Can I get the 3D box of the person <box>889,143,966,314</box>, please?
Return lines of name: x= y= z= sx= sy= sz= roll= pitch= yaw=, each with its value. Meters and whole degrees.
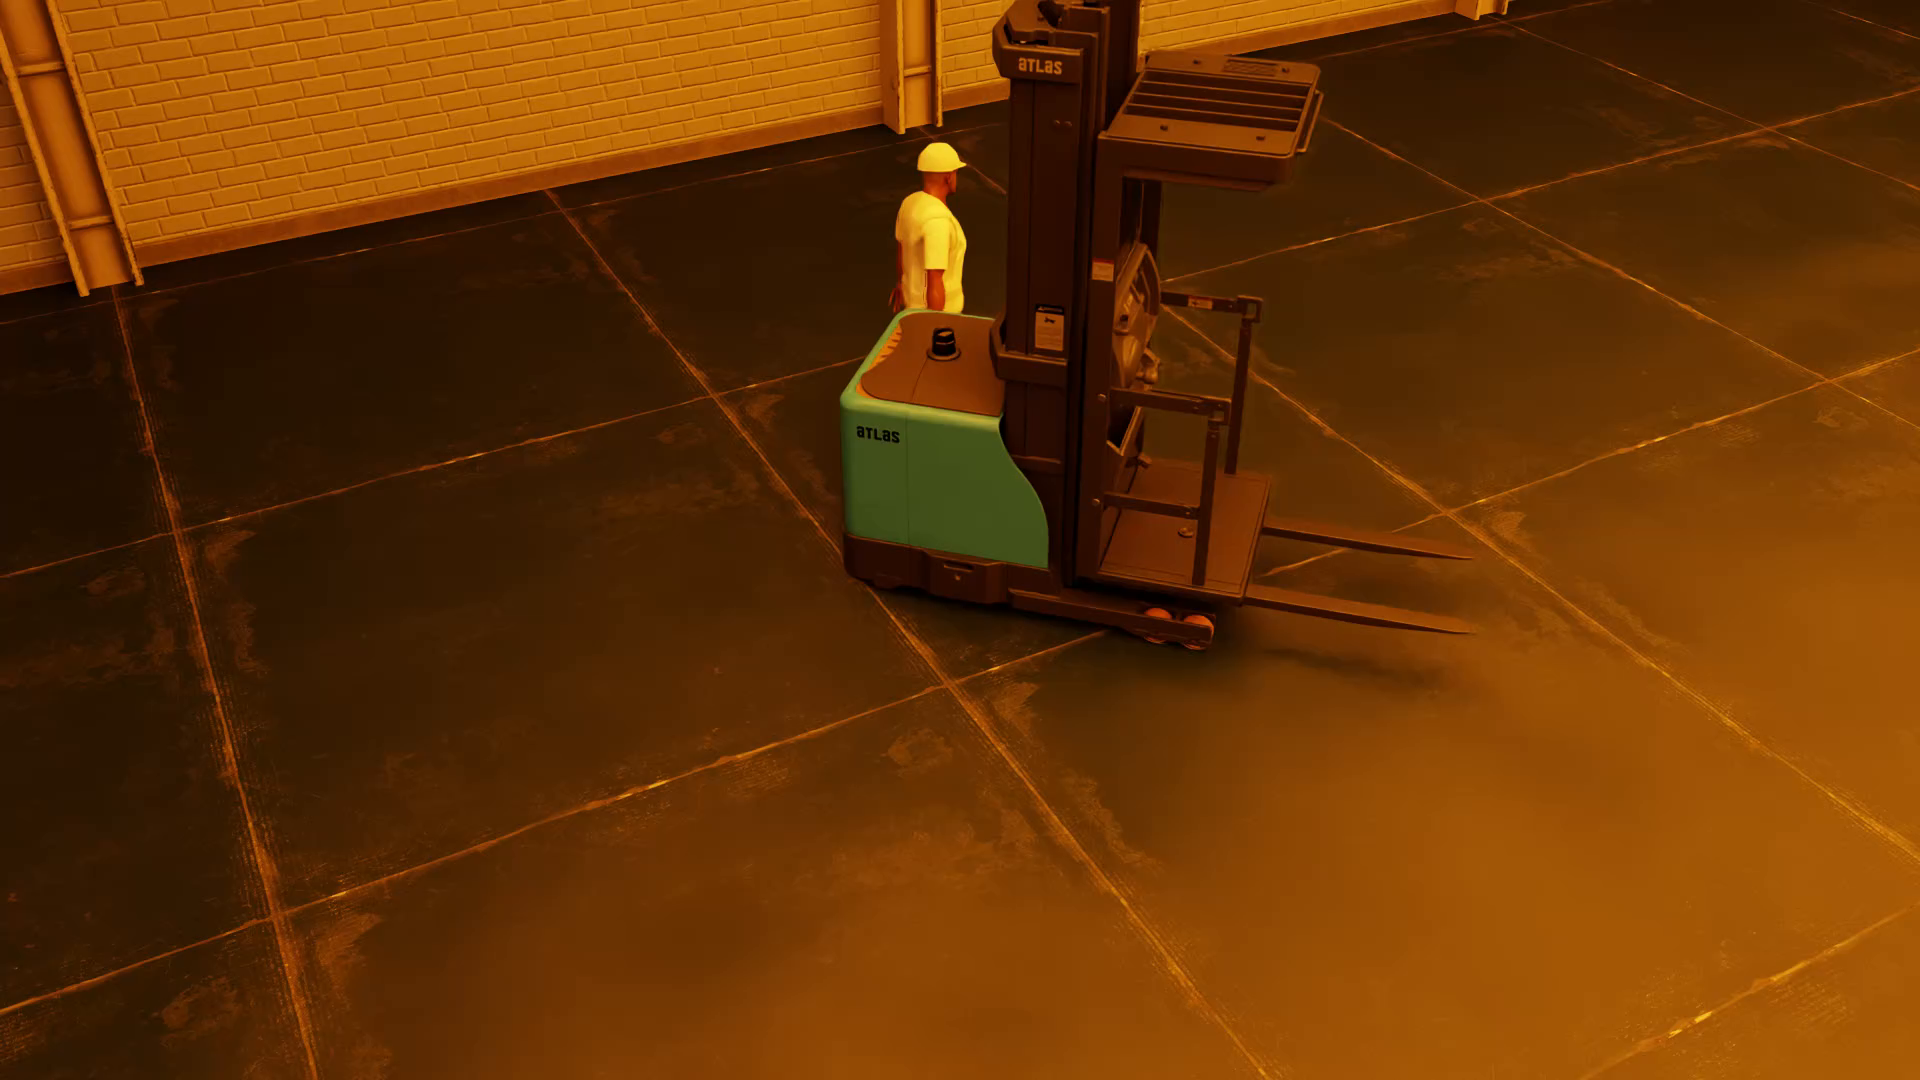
person: x=-0.166 y=-1.262 z=9.011 sx=0.487 sy=1.740 sz=0.879 roll=-8 pitch=36 yaw=-11

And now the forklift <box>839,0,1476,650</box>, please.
forklift: x=0.994 y=-1.016 z=7.560 sx=3.031 sy=2.935 sz=1.130 roll=10 pitch=36 yaw=13
